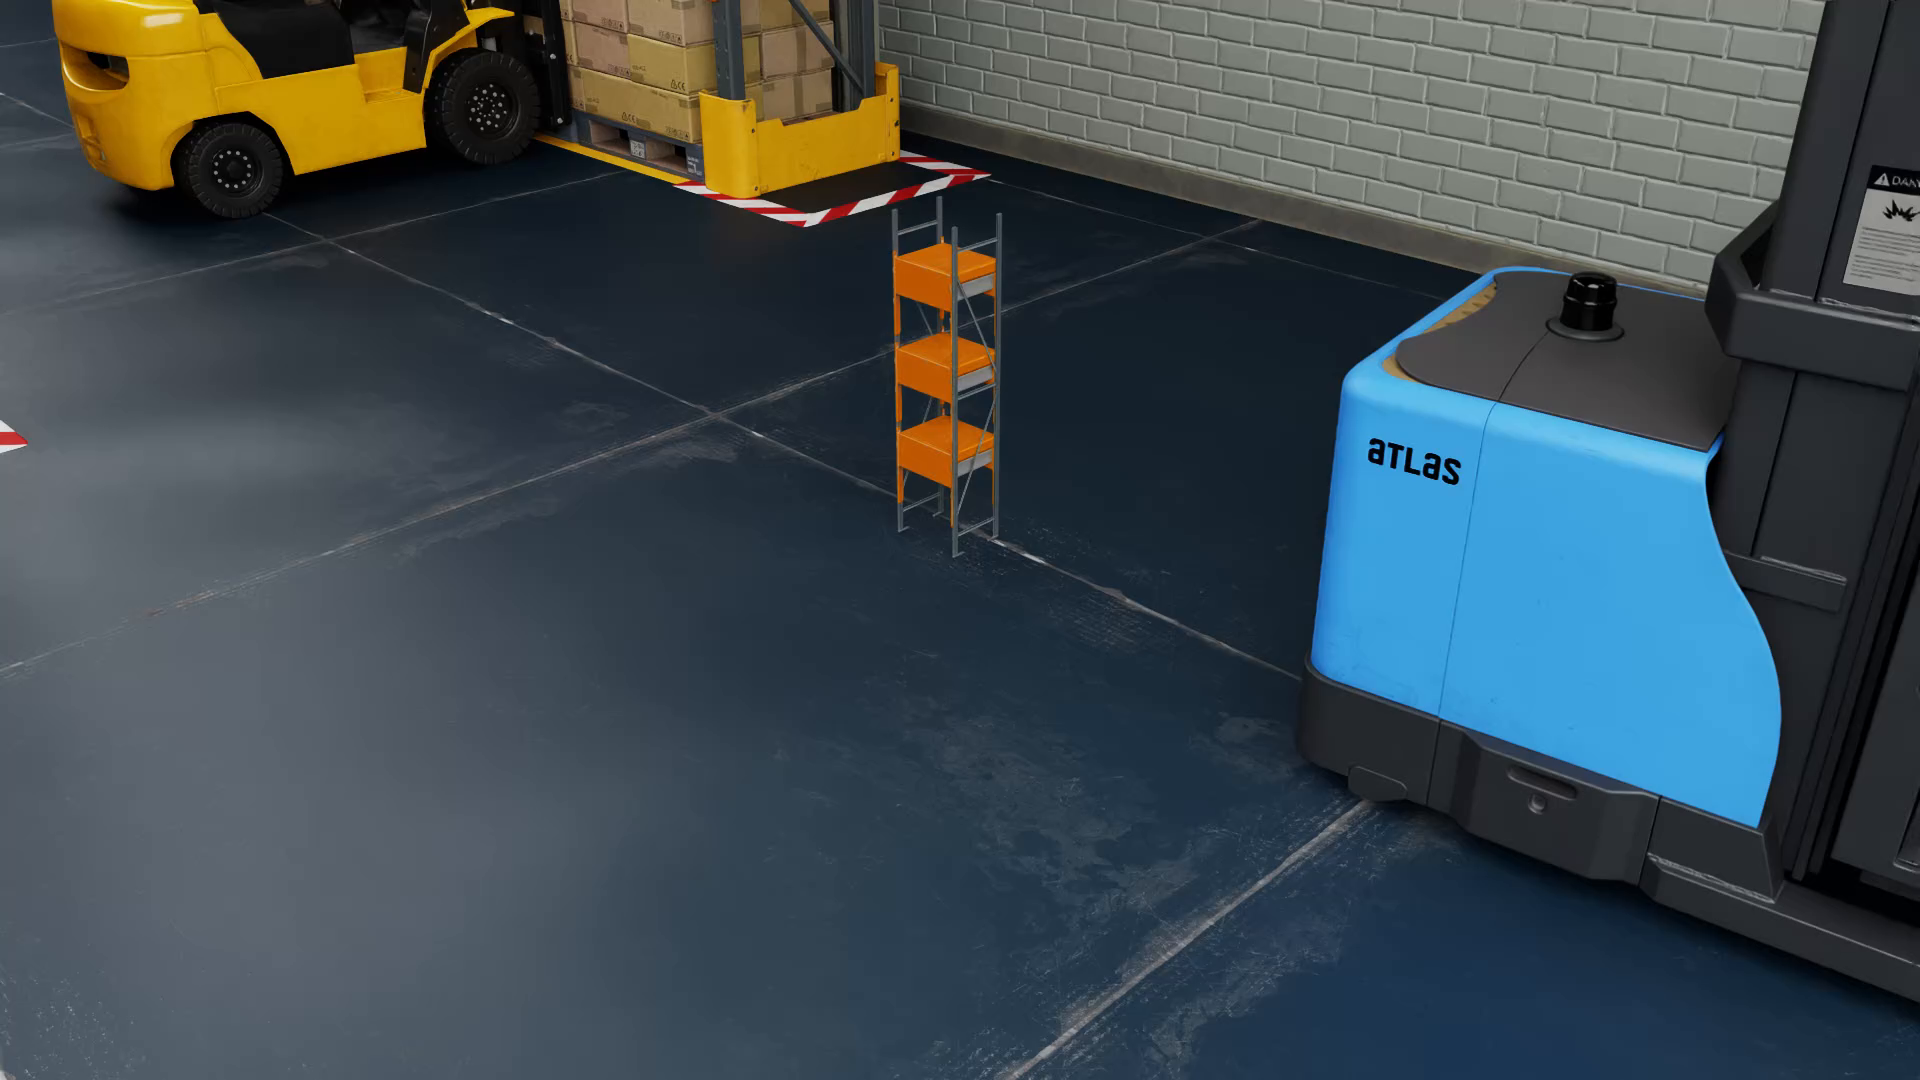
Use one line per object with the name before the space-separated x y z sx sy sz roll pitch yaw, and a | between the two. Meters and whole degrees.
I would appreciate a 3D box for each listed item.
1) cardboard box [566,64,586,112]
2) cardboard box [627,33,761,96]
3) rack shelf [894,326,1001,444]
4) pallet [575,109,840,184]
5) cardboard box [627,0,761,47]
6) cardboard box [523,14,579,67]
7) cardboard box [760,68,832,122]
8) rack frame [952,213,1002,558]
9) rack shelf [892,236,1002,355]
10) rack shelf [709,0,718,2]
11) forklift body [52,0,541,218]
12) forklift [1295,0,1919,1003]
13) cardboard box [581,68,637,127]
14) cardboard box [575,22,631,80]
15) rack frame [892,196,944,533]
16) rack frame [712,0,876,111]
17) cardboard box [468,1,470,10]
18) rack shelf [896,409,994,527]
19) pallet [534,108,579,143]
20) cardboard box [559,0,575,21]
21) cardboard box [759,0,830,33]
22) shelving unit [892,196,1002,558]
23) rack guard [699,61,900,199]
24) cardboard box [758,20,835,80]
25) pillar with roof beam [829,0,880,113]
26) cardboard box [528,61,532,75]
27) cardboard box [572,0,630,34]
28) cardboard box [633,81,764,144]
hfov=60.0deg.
cardboard box | -2.113 -2.691 9.647 0.500 0.250 0.500 -25 37 -39
cardboard box | -1.424 -2.587 8.913 0.500 0.250 0.500 24 36 38
rack shelf | -0.038 -0.473 5.044 0.240 0.259 0.215 25 36 38
pallet | -1.432 -2.343 9.479 1.213 0.211 1.003 25 36 38
cardboard box | -1.405 -2.800 8.780 0.500 0.250 0.500 -24 36 -38
cardboard box | -2.157 -2.916 9.538 0.500 0.250 0.500 24 36 37
cardboard box | -1.071 -2.536 9.352 0.500 0.250 0.500 25 37 39
rack frame | 0.049 -0.442 4.963 0.008 1.050 0.200 25 36 38
rack shelf | -0.038 -0.724 4.912 0.240 0.259 0.215 25 36 38
rack shelf | -2.284 -3.676 9.791 4.000 0.370 1.077 25 36 38
forklift body | -3.489 -2.979 8.605 1.214 2.155 2.313 25 36 38
forklift | 2.319 -0.489 3.030 3.031 2.935 1.130 19 33 32
cardboard box | -1.762 -2.524 9.331 0.500 0.250 0.500 25 36 38
cardboard box | -1.774 -2.754 9.231 0.500 0.250 0.500 24 36 38
rack frame | -0.125 -0.522 5.115 0.008 1.050 0.200 25 36 38
rack frame | -0.858 -3.342 8.382 0.127 3.000 1.000 25 36 38
cardboard box | -2.871 -3.245 10.164 0.500 0.250 0.500 24 36 38
rack shelf | -0.038 -0.227 5.173 0.240 0.259 0.215 25 36 38
pallet | -2.298 -2.741 10.236 1.213 0.211 1.003 25 36 38
cardboard box | -2.140 -3.126 9.400 0.500 0.250 0.500 -25 37 -39
cardboard box | -1.068 -2.973 9.109 0.500 0.250 0.500 24 36 38
shelving unit | -0.038 -0.482 5.039 0.252 1.050 0.215 25 36 38
rack guard | -0.840 -2.227 8.949 0.348 0.500 1.175 25 36 38
cardboard box | -1.047 -2.754 9.231 0.500 0.250 0.500 -25 36 -38
pillar with roof beam | -3.740 -5.095 5.270 0.400 9.000 9.100 25 36 38
cardboard box | -2.499 -2.853 9.955 0.500 0.250 0.500 -24 36 -38
cardboard box | -1.773 -2.964 9.094 0.500 0.250 0.500 -25 36 -38
cardboard box | -1.414 -2.359 9.016 0.500 0.250 0.500 25 37 39
